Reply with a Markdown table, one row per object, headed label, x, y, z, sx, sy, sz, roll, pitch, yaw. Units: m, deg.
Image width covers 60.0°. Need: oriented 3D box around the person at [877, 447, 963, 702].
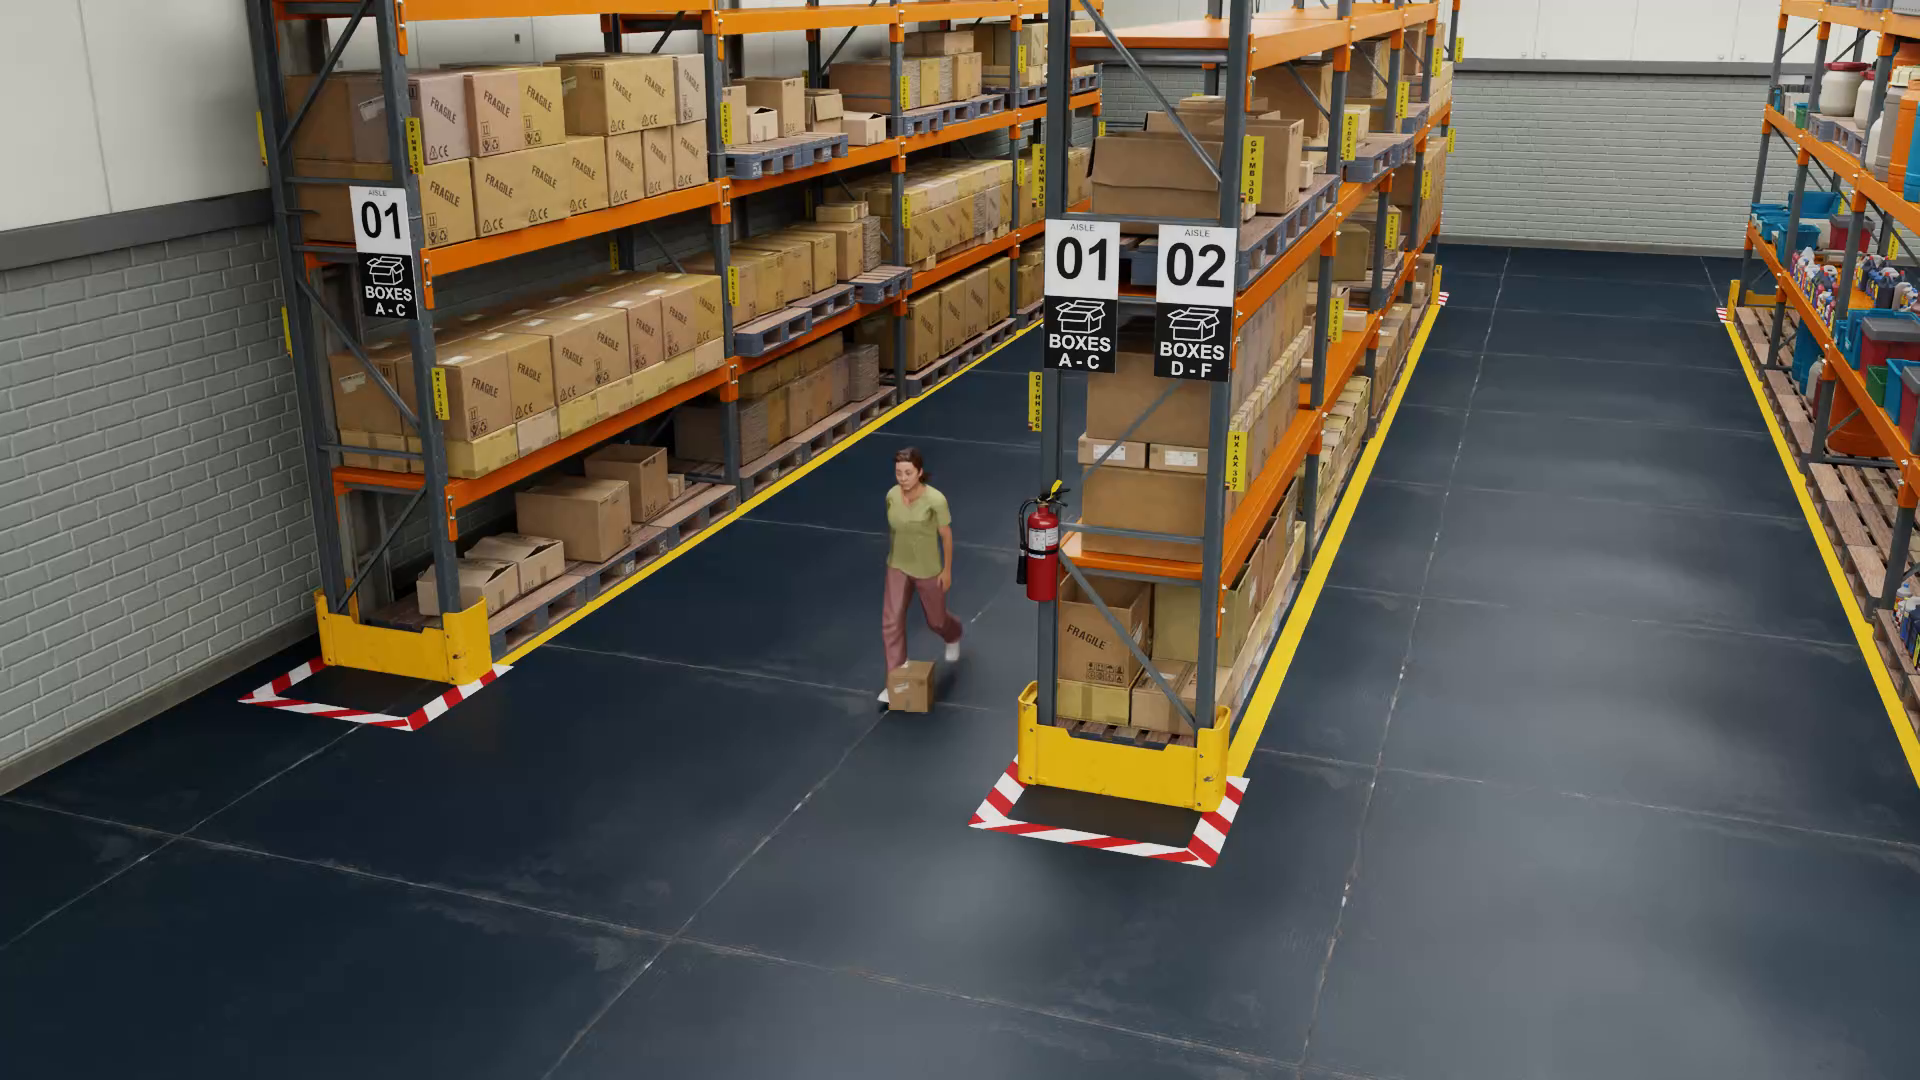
| label | x | y | z | sx | sy | sz | roll | pitch | yaw |
| --- | --- | --- | --- | --- | --- | --- | --- | --- | --- |
| person | -0.236 | 0.164 | 10.607 | 0.451 | 1.629 | 0.967 | 7 | 20 | 20 |
